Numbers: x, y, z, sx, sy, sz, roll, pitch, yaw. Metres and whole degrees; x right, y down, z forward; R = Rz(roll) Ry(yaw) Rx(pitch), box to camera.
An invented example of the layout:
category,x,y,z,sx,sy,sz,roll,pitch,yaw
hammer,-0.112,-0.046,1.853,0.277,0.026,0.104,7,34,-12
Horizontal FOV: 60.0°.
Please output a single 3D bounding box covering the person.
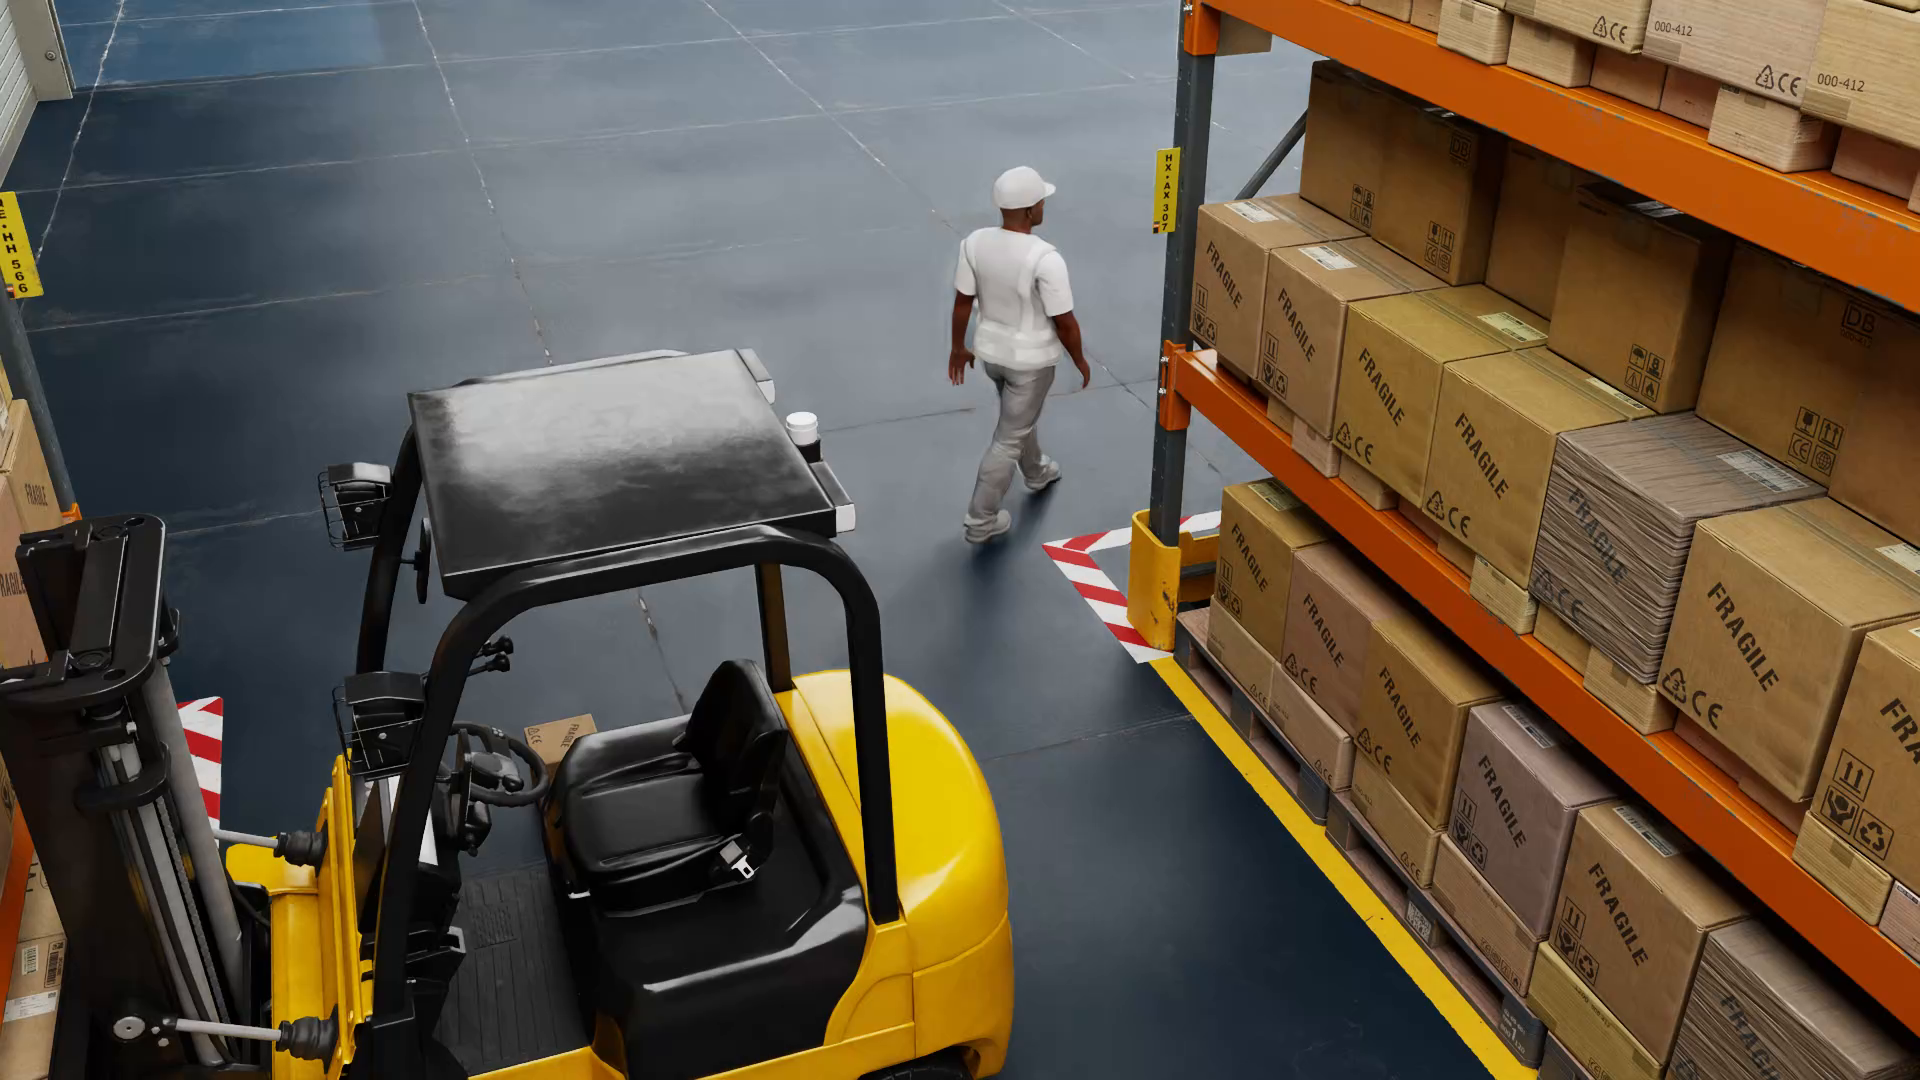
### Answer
category,x,y,z,sx,sy,sz,roll,pitch,yaw
person,0.329,-0.885,7.621,0.615,1.728,0.909,25,38,36
